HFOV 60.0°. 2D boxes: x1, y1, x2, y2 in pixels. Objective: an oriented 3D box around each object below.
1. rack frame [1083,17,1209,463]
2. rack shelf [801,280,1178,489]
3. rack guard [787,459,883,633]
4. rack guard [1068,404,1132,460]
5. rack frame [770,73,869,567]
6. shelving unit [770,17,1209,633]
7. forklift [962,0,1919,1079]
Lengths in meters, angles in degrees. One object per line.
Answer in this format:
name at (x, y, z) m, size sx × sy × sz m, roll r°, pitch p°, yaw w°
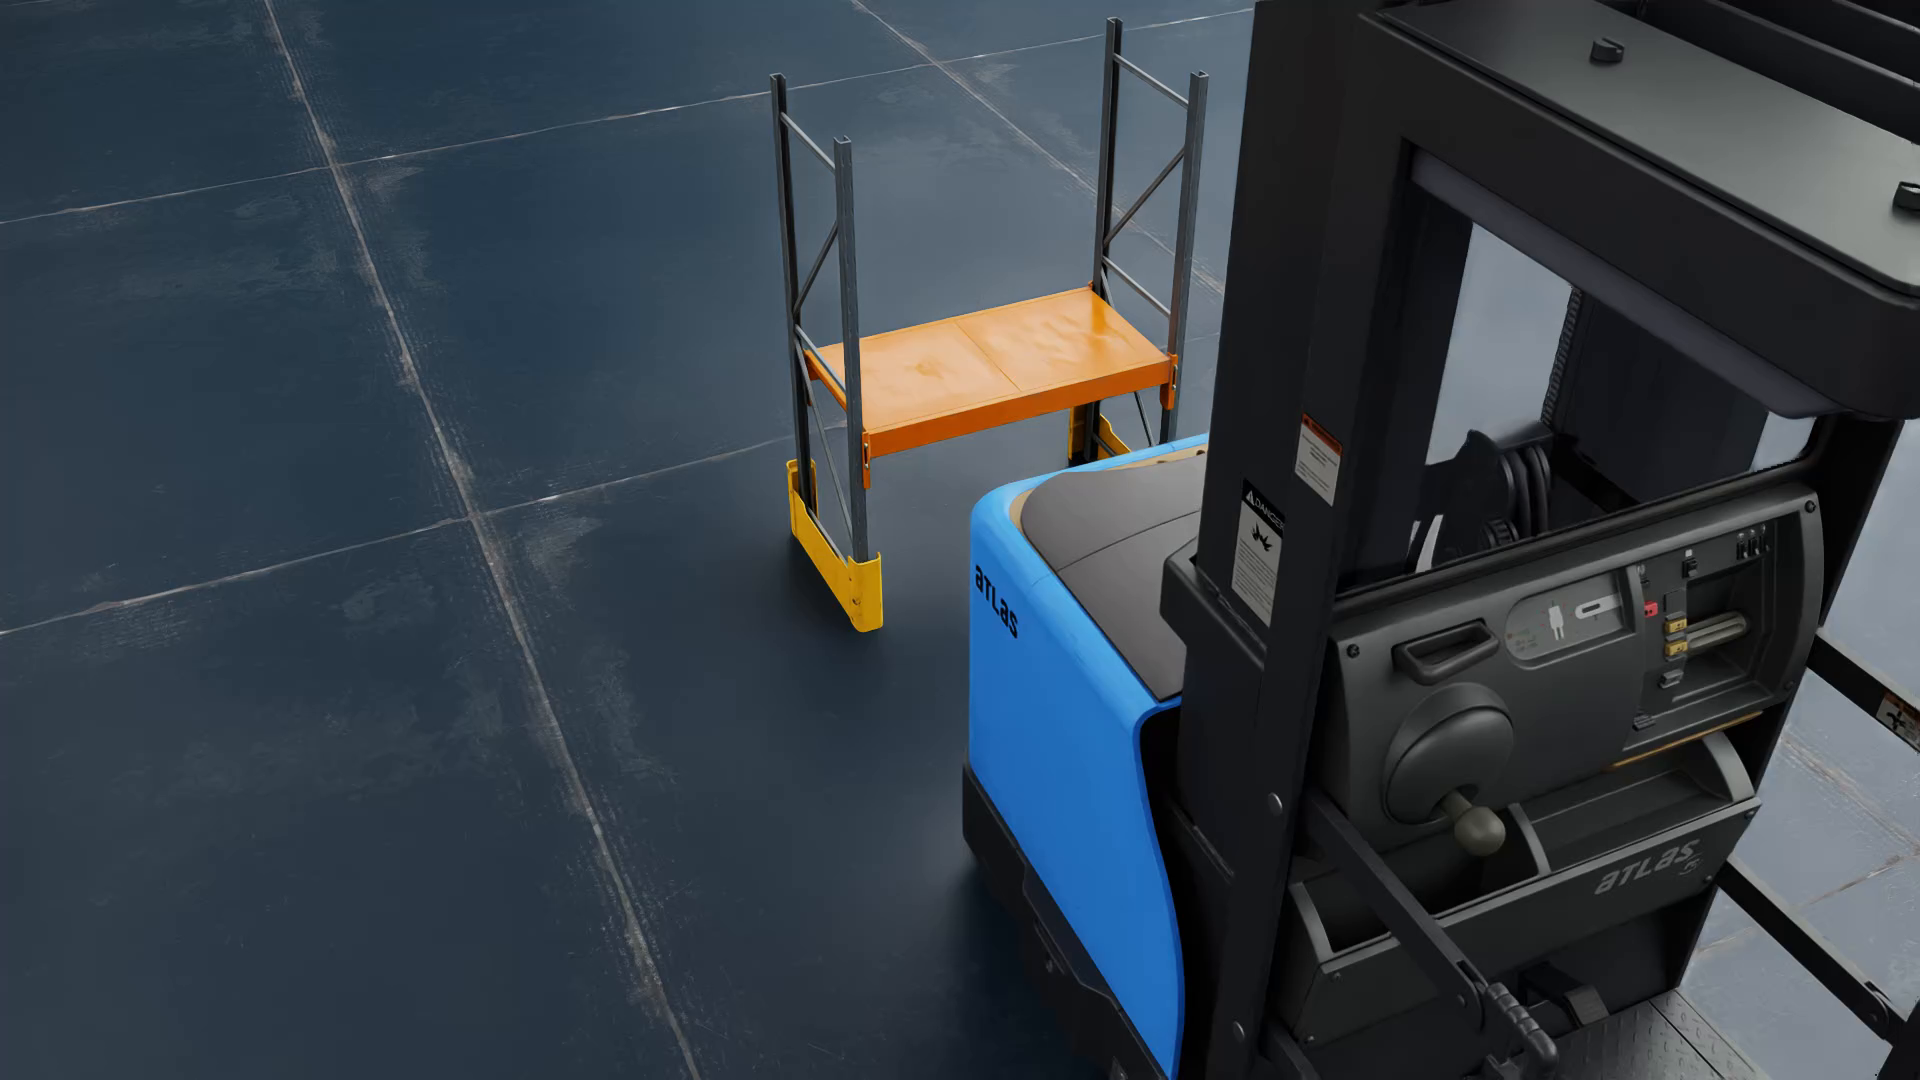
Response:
rack frame at (0.537, -0.753, 5.006) m, size 0.032 × 1.500 × 0.500 m, roll -16°, pitch 39°, yaw -20°
rack shelf at (0.077, -0.480, 4.939) m, size 1.000 × 0.185 × 0.538 m, roll -16°, pitch 39°, yaw -20°
rack guard at (-0.382, 0.006, 5.032) m, size 0.087 × 0.250 × 0.587 m, roll -16°, pitch 39°, yaw -20°
rack guard at (0.520, -0.246, 5.371) m, size 0.087 × 0.250 × 0.587 m, roll -16°, pitch 39°, yaw -20°
rack frame at (-0.383, -0.495, 4.659) m, size 0.032 × 1.500 × 0.500 m, roll -16°, pitch 39°, yaw -20°
shelving unit at (0.069, -0.622, 4.829) m, size 1.083 × 1.500 × 0.587 m, roll -16°, pitch 39°, yaw -20°
forklift at (1.067, 0.266, 2.431) m, size 1.130 × 2.935 × 3.031 m, roll -15°, pitch 39°, yaw -19°
